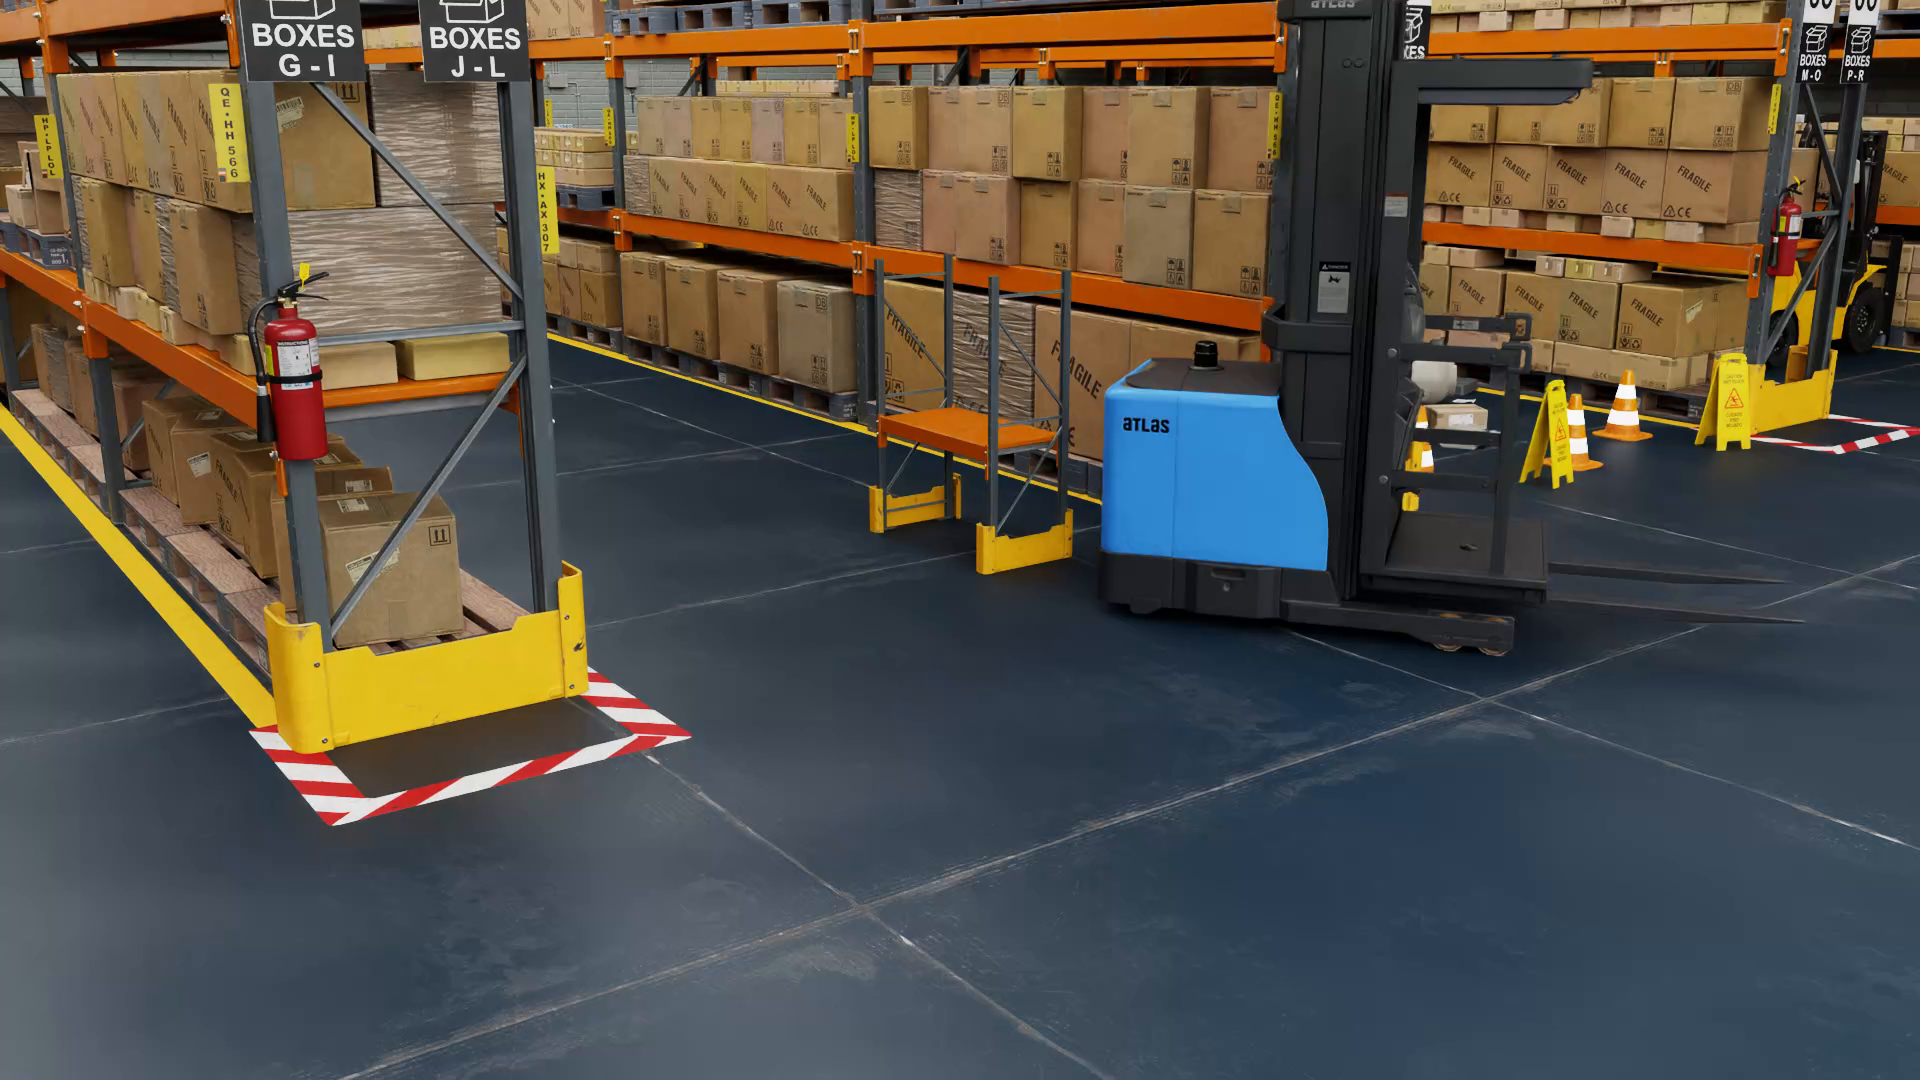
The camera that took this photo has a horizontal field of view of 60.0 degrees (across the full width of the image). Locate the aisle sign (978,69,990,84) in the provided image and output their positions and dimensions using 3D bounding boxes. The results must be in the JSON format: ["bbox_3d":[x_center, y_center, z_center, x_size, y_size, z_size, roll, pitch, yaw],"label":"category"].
[{"bbox_3d":[0.316,-7.706,26.623,0.394,0.787,0.004,-11,19,-35],"label":"aisle sign"}]

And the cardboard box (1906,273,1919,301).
[{"bbox_3d":[9.176,-2.348,15.438,0.500,0.250,0.500,-11,19,-35],"label":"cardboard box"}]

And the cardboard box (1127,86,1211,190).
[{"bbox_3d":[1.459,-2.287,9.419,0.875,0.550,0.550,-11,19,-35],"label":"cardboard box"}]

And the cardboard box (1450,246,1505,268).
[{"bbox_3d":[4.254,-2.330,13.669,0.380,0.149,0.250,-10,18,-31],"label":"cardboard box"}]

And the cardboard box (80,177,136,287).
[{"bbox_3d":[-3.900,-1.585,8.431,0.875,0.500,0.500,-11,19,-35],"label":"cardboard box"}]

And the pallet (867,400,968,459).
[{"bbox_3d":[0.076,-0.840,11.744,1.003,0.211,1.213,-11,19,-35],"label":"pallet"}]

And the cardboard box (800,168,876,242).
[{"bbox_3d":[-0.831,-2.477,12.256,0.500,0.500,0.500,-11,19,-35],"label":"cardboard box"}]

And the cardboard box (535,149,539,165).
[{"bbox_3d":[-3.925,-3.693,16.002,0.380,0.149,0.250,-11,19,-35],"label":"cardboard box"}]

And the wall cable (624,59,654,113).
[{"bbox_3d":[-5.613,-7.625,29.327,0.588,1.984,0.122,-11,19,-35],"label":"wall cable"}]

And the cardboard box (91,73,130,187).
[{"bbox_3d":[-3.732,-1.936,7.820,0.500,0.500,0.500,-11,19,-35],"label":"cardboard box"}]

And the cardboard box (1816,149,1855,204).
[{"bbox_3d":[8.596,-3.506,16.014,0.500,0.500,0.500,-11,19,-34],"label":"cardboard box"}]

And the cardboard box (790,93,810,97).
[{"bbox_3d":[-1.860,-5.555,21.608,0.500,0.500,0.500,-11,19,-35],"label":"cardboard box"}]

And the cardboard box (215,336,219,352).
[{"bbox_3d":[-2.945,-0.879,7.081,0.380,0.149,0.250,-11,19,-35],"label":"cardboard box"}]

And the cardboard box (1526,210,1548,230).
[{"bbox_3d":[4.712,-2.550,13.186,0.380,0.149,0.250,-11,19,-35],"label":"cardboard box"}]

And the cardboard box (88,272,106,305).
[{"bbox_3d":[-4.360,-1.342,8.772,0.380,0.149,0.250,-11,19,-35],"label":"cardboard box"}]

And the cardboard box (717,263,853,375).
[{"bbox_3d":[-1.310,-1.802,13.443,1.050,0.750,0.750,-11,19,-35],"label":"cardboard box"}]

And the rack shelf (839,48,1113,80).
[{"bbox_3d":[0.109,-5.530,19.280,1.077,0.370,4.000,-11,19,-35],"label":"rack shelf"}]

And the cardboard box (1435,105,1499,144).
[{"bbox_3d":[4.276,-3.472,13.431,0.700,0.500,0.500,-11,19,-36],"label":"cardboard box"}]

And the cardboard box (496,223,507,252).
[{"bbox_3d":[-4.791,-3.227,17.704,0.500,0.250,0.500,-12,19,-37],"label":"cardboard box"}]

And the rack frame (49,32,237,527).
[{"bbox_3d":[-4.380,-1.611,9.280,1.000,3.000,0.127,-11,19,-35],"label":"rack frame"}]

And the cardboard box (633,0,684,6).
[{"bbox_3d":[-2.593,-4.694,14.352,0.380,0.149,0.250,-12,19,-37],"label":"cardboard box"}]

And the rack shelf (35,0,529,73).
[{"bbox_3d":[-3.204,-2.284,7.418,1.077,0.370,4.000,-11,19,-35],"label":"rack shelf"}]

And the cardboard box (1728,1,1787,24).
[{"bbox_3d":[5.552,-3.653,11.536,0.380,0.149,0.250,-11,19,-34],"label":"cardboard box"}]

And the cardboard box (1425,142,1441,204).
[{"bbox_3d":[3.984,-3.100,13.967,0.500,0.500,0.500,-11,19,-35],"label":"cardboard box"}]

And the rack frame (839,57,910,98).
[{"bbox_3d":[-1.067,-4.857,21.141,1.000,3.000,0.127,-11,19,-35],"label":"rack frame"}]

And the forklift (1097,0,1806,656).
[{"bbox_3d":[2.219,-1.066,7.418,3.031,2.935,1.130,5,16,18],"label":"forklift"}]

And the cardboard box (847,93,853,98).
[{"bbox_3d":[-1.041,-5.249,20.490,0.500,0.500,0.500,-11,19,-34],"label":"cardboard box"}]

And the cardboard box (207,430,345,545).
[{"bbox_3d":[-3.405,-0.275,8.337,0.500,0.500,0.500,-13,20,-39],"label":"cardboard box"}]

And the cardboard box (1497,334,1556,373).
[{"bbox_3d":[4.685,-1.525,13.378,0.500,0.250,0.500,-12,19,-37],"label":"cardboard box"}]

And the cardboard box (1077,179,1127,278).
[{"bbox_3d":[1.220,-1.903,10.062,0.875,0.550,0.550,-11,19,-35],"label":"cardboard box"}]

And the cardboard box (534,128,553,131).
[{"bbox_3d":[-4.309,-4.268,17.540,0.380,0.149,0.250,-12,19,-36],"label":"cardboard box"}]

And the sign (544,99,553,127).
[{"bbox_3d":[-4.565,-4.713,18.420,0.100,0.325,0.005,-11,19,-35],"label":"sign"}]

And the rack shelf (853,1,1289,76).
[{"bbox_3d":[0.868,-3.032,10.152,1.077,0.370,4.000,-11,19,-35],"label":"rack shelf"}]

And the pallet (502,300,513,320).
[{"bbox_3d":[-4.553,-2.556,18.017,1.003,0.211,1.213,-11,19,-35],"label":"pallet"}]

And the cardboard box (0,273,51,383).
[{"bbox_3d":[-7.120,-1.793,13.176,1.225,0.875,0.875,-12,19,-37],"label":"cardboard box"}]

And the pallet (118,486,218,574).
[{"bbox_3d":[-3.956,-0.128,9.144,1.003,0.211,1.213,-11,19,-35],"label":"pallet"}]

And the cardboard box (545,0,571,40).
[{"bbox_3d":[-3.506,-4.896,15.409,0.500,0.500,0.500,-11,19,-35],"label":"cardboard box"}]

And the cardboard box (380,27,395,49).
[{"bbox_3d":[-6.393,-5.828,19.288,0.500,0.250,0.500,-11,19,-35],"label":"cardboard box"}]

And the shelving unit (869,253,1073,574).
[{"bbox_3d":[0.045,-0.707,8.819,0.587,1.500,1.083,-11,19,-35],"label":"shelving unit"}]

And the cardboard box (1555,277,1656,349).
[{"bbox_3d":[4.997,-1.774,12.870,0.500,0.500,0.500,-10,18,-33],"label":"cardboard box"}]

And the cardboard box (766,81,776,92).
[{"bbox_3d":[-2.363,-6.050,22.187,0.380,0.149,0.250,-11,19,-35],"label":"cardboard box"}]

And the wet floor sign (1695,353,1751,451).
[{"bbox_3d":[5.234,-0.953,11.335,0.267,0.644,0.232,-4,16,-15],"label":"wet floor sign"}]

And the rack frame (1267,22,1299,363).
[{"bbox_3d":[2.044,-1.505,8.893,1.000,3.000,0.127,-11,19,-35],"label":"rack frame"}]

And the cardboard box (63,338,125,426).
[{"bbox_3d":[-5.646,-1.095,11.297,0.700,0.500,0.500,-9,18,-30],"label":"cardboard box"}]

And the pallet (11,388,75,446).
[{"bbox_3d":[-6.273,-0.953,12.158,1.003,0.211,1.213,-11,19,-35],"label":"pallet"}]

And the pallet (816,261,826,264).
[{"bbox_3d":[-1.451,-3.687,22.147,1.003,0.211,1.213,-11,19,-35],"label":"pallet"}]

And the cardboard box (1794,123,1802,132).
[{"bbox_3d":[8.223,-4.094,16.370,0.380,0.149,0.250,-11,19,-35],"label":"cardboard box"}]

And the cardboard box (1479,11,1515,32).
[{"bbox_3d":[4.308,-4.081,13.099,0.380,0.149,0.250,-11,19,-36],"label":"cardboard box"}]

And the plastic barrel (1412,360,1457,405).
[{"bbox_3d":[3.549,-1.258,12.872,0.512,0.421,0.421,1,15,4],"label":"plastic barrel"}]

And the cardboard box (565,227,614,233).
[{"bbox_3d":[-3.756,-3.084,17.180,0.500,0.250,0.500,-12,19,-37],"label":"cardboard box"}]
